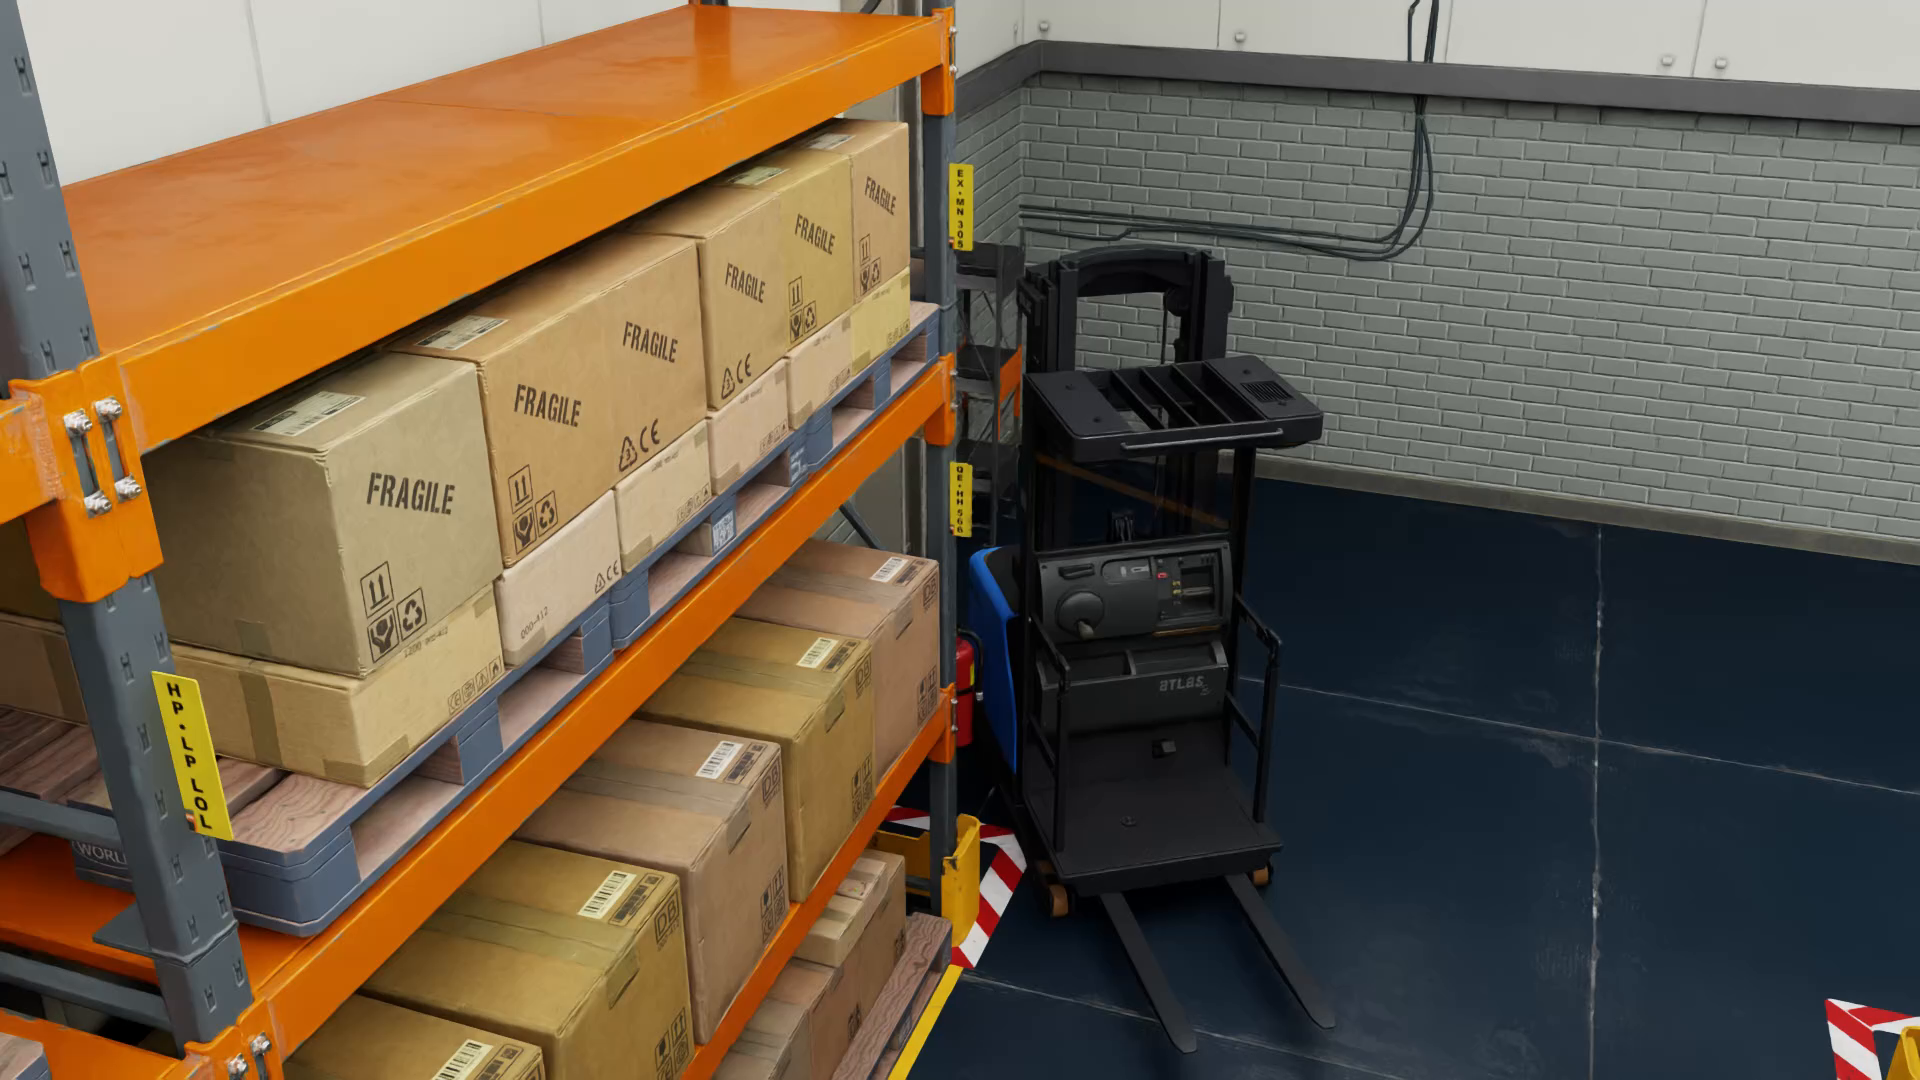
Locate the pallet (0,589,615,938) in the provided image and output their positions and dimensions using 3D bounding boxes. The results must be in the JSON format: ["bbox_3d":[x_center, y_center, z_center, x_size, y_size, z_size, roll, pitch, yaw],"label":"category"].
[{"bbox_3d":[-1.555,0.379,3.908,1.003,0.211,1.213,9,27,17],"label":"pallet"}]

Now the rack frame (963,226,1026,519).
[{"bbox_3d":[0.220,-1.124,11.334,0.400,2.100,0.015,9,27,16],"label":"rack frame"}]

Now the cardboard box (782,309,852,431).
[{"bbox_3d":[-0.672,-0.583,5.369,0.500,0.250,0.500,8,27,15],"label":"cardboard box"}]

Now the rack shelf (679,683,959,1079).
[{"bbox_3d":[-1.172,1.526,5.706,1.077,0.370,4.000,9,27,17],"label":"rack shelf"}]

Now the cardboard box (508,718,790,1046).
[{"bbox_3d":[-1.160,1.069,5.480,0.980,0.700,0.700,7,27,15],"label":"cardboard box"}]

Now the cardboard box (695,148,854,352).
[{"bbox_3d":[-0.669,-0.930,5.224,0.500,0.500,0.500,10,27,19],"label":"cardboard box"}]

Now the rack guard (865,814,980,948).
[{"bbox_3d":[-0.498,1.495,7.812,1.175,0.500,0.348,9,27,17],"label":"rack guard"}]

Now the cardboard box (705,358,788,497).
[{"bbox_3d":[-0.840,-0.368,4.926,0.500,0.250,0.500,8,27,16],"label":"cardboard box"}]

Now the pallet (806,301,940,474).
[{"bbox_3d":[-0.743,-0.624,5.979,1.003,0.211,1.213,9,27,17],"label":"pallet"}]

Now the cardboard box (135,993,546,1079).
[{"bbox_3d":[-1.641,1.668,4.242,0.980,0.700,0.700,9,27,18],"label":"cardboard box"}]

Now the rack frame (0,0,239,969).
[{"bbox_3d":[-1.837,-0.676,2.544,1.000,3.000,0.127,9,27,17],"label":"rack frame"}]

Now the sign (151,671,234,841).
[{"bbox_3d":[-1.322,0.374,2.862,0.100,0.325,0.005,9,27,17],"label":"sign"}]

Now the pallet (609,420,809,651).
[{"bbox_3d":[-1.147,-0.121,4.940,1.003,0.211,1.213,9,27,17],"label":"pallet"}]

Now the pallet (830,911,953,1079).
[{"bbox_3d":[-0.698,1.975,7.152,1.003,0.211,1.213,9,27,17],"label":"pallet"}]

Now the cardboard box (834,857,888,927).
[{"bbox_3d":[-0.516,1.406,6.771,0.380,0.149,0.250,8,27,17],"label":"cardboard box"}]

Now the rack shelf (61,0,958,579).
[{"bbox_3d":[-1.172,-0.994,4.486,1.077,0.370,4.000,9,27,17],"label":"rack shelf"}]

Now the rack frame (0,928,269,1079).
[{"bbox_3d":[-1.837,2.024,3.851,1.000,3.000,0.127,9,27,17],"label":"rack frame"}]

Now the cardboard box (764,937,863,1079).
[{"bbox_3d":[-0.811,1.824,6.651,0.700,0.500,0.500,9,27,17],"label":"cardboard box"}]

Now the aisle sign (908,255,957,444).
[{"bbox_3d":[-0.199,-0.776,6.651,0.394,0.787,0.004,9,27,17],"label":"aisle sign"}]

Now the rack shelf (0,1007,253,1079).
[{"bbox_3d":[-2.503,1.819,1.657,1.077,0.370,4.000,9,27,17],"label":"rack shelf"}]

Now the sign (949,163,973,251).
[{"bbox_3d":[0.001,-1.248,6.243,0.100,0.325,0.005,9,27,17],"label":"sign"}]

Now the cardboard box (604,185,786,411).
[{"bbox_3d":[-0.835,-0.714,4.779,0.500,0.500,0.500,8,27,15],"label":"cardboard box"}]

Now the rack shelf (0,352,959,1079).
[{"bbox_3d":[-1.172,0.176,5.052,1.077,0.370,4.000,9,27,17],"label":"rack shelf"}]

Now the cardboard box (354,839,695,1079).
[{"bbox_3d":[-1.393,1.369,4.860,0.980,0.700,0.700,8,27,16],"label":"cardboard box"}]

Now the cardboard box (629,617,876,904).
[{"bbox_3d":[-0.898,0.757,6.124,0.980,0.700,0.700,9,27,17],"label":"cardboard box"}]

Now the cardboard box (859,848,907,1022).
[{"bbox_3d":[-0.645,1.618,7.076,0.700,0.500,0.500,9,27,17],"label":"cardboard box"}]

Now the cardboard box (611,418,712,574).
[{"bbox_3d":[-1.012,-0.158,4.491,0.500,0.250,0.500,8,27,16],"label":"cardboard box"}]

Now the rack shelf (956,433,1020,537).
[{"bbox_3d":[0.130,-0.382,11.438,0.431,0.518,0.480,9,27,16],"label":"rack shelf"}]

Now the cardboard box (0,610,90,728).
[{"bbox_3d":[-1.831,0.192,3.768,0.500,0.250,0.500,9,27,18],"label":"cardboard box"}]

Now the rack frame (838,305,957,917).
[{"bbox_3d":[-0.506,0.380,7.246,1.000,3.000,0.127,9,27,17],"label":"rack frame"}]

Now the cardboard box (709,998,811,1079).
[{"bbox_3d":[-0.978,2.031,6.224,0.700,0.500,0.500,8,27,16],"label":"cardboard box"}]

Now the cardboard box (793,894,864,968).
[{"bbox_3d":[-0.600,1.511,6.554,0.380,0.149,0.250,9,27,19],"label":"cardboard box"}]

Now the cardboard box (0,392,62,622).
[{"bbox_3d":[-1.825,-0.151,3.616,0.500,0.500,0.500,9,27,17],"label":"cardboard box"}]

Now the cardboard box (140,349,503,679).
[{"bbox_3d":[-1.335,-0.083,3.475,0.500,0.500,0.500,8,27,17],"label":"cardboard box"}]

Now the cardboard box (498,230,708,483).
[{"bbox_3d":[-1.011,-0.498,4.334,0.500,0.500,0.500,9,27,18],"label":"cardboard box"}]

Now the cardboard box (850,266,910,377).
[{"bbox_3d":[-0.499,-0.797,5.811,0.500,0.250,0.500,10,27,19],"label":"cardboard box"}]

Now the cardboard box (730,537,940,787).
[{"bbox_3d":[-0.666,0.456,6.745,0.980,0.700,0.700,10,28,20],"label":"cardboard box"}]

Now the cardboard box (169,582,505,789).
[{"bbox_3d":[-1.359,0.262,3.625,0.500,0.250,0.500,9,27,17],"label":"cardboard box"}]

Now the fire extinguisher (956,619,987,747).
[{"bbox_3d":[-0.021,0.588,7.334,0.296,0.674,0.183,9,27,17],"label":"fire extinguisher"}]

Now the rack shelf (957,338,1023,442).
[{"bbox_3d":[0.142,-1.012,11.132,0.431,0.518,0.480,9,27,16],"label":"rack shelf"}]

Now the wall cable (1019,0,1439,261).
[{"bbox_3d":[1.713,-3.195,11.309,3.097,2.526,0.112,9,27,17],"label":"wall cable"}]

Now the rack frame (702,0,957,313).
[{"bbox_3d":[-0.506,-2.320,5.939,1.000,3.000,0.127,9,27,17],"label":"rack frame"}]

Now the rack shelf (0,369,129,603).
[{"bbox_3d":[-2.503,0.649,1.091,1.077,0.370,4.000,9,27,17],"label":"rack shelf"}]

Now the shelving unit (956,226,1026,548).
[{"bbox_3d":[0.142,-1.024,11.126,0.431,2.100,0.503,9,27,16],"label":"shelving unit"}]

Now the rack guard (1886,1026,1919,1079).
[{"bbox_3d":[4.141,2.253,6.246,1.175,0.500,0.348,9,27,17],"label":"rack guard"}]

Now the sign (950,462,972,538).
[{"bbox_3d":[0.001,-0.163,6.768,0.100,0.325,0.005,9,27,17],"label":"sign"}]

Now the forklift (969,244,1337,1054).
[{"bbox_3d":[0.872,0.272,7.548,1.130,2.935,3.031,-6,26,-12],"label":"forklift"}]

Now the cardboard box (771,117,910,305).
[{"bbox_3d":[-0.492,-1.134,5.646,0.500,0.500,0.500,9,27,17],"label":"cardboard box"}]

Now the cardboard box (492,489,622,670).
[{"bbox_3d":[-1.176,0.054,4.053,0.500,0.250,0.500,8,27,16],"label":"cardboard box"}]

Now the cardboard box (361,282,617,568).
[{"bbox_3d":[-1.170,-0.295,3.913,0.500,0.500,0.500,8,27,16],"label":"cardboard box"}]

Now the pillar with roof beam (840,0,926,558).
[{"bbox_3d":[3.636,-2.931,7.200,9.100,9.000,0.400,9,27,17],"label":"pillar with roof beam"}]

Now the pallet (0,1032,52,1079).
[{"bbox_3d":[-2.096,1.144,2.447,0.805,0.209,1.217,8,27,15],"label":"pallet"}]

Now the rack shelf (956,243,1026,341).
[{"bbox_3d":[0.153,-1.641,10.825,0.431,0.518,0.480,9,27,16],"label":"rack shelf"}]

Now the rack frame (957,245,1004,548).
[{"bbox_3d":[0.064,-0.924,10.917,0.400,2.100,0.015,9,27,16],"label":"rack frame"}]
